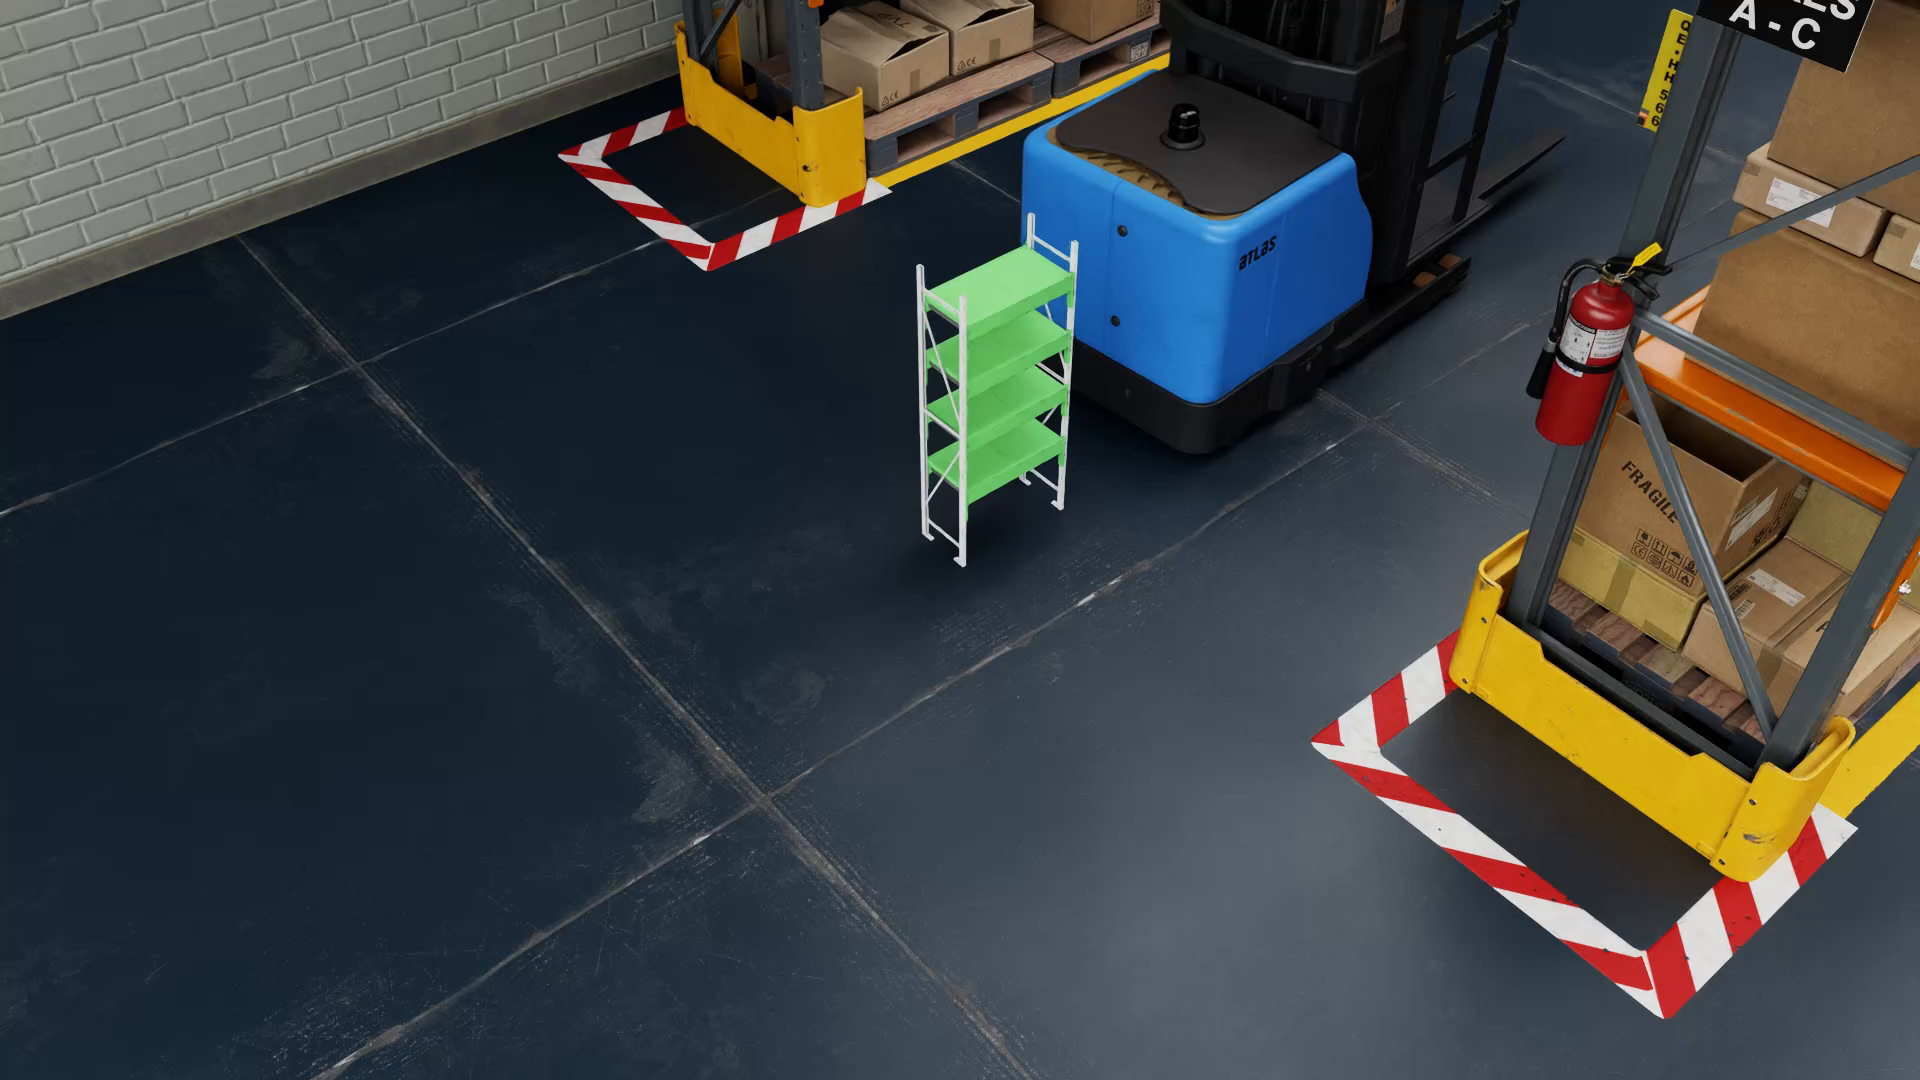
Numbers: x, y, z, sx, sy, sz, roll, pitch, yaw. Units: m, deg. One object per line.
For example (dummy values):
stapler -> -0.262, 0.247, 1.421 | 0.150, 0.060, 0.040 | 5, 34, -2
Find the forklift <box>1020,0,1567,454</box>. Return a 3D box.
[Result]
forklift -> 1.624, -2.307, 6.565 | 1.130, 2.935, 3.031 | 34, 53, 31

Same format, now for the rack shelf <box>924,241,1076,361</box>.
rack shelf -> 0.127, -0.813, 5.632 | 0.480, 0.148, 0.258 | -30, 51, -28

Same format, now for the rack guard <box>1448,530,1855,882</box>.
rack guard -> 2.171, 0.509, 5.343 | 0.348, 0.500, 1.175 | -30, 51, -28

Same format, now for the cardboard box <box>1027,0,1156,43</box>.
cardboard box -> 0.629, -3.064, 8.826 | 0.500, 0.500, 0.700 | -33, 52, -30

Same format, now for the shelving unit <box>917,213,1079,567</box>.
shelving unit -> 0.127, -0.510, 5.917 | 0.503, 1.200, 0.258 | -30, 51, -28

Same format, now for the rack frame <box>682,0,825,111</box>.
rack frame -> -0.992, -3.012, 7.266 | 0.127, 3.000, 1.000 | -30, 51, -28

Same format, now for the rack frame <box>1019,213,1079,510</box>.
rack frame -> 0.314, -0.617, 6.031 | 0.015, 1.200, 0.240 | -30, 51, -28

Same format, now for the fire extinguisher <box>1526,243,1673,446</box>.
fire extinguisher -> 1.800, -0.576, 4.729 | 0.183, 0.674, 0.296 | -30, 51, -28

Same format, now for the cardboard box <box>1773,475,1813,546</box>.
cardboard box -> 2.787, -0.180, 5.952 | 0.500, 0.250, 0.500 | -30, 51, -28

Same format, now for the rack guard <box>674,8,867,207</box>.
rack guard -> -0.934, -2.134, 8.158 | 0.348, 0.500, 1.175 | -30, 51, -28

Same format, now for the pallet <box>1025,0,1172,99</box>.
pallet -> 0.647, -2.900, 9.184 | 1.213, 0.211, 1.003 | -30, 51, -28

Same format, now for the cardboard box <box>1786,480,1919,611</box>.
cardboard box -> 3.126, -0.176, 5.400 | 0.500, 0.500, 0.500 | -30, 51, -28

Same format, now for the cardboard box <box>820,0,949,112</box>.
cardboard box -> -0.404, -2.449, 8.309 | 0.500, 0.311, 0.500 | 33, 52, 30

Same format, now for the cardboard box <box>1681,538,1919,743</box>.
cardboard box -> 2.743, 0.318, 5.422 | 0.500, 0.250, 0.500 | -30, 51, -28

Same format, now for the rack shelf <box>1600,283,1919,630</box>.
rack shelf -> 3.723, -1.029, 5.680 | 4.000, 0.370, 1.077 | -30, 51, -28

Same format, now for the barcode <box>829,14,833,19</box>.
barcode -> -0.646, -2.671, 8.538 | 0.075, 0.075, 0.001 | -30, 51, -28

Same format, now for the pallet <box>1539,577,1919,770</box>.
pallet -> 2.749, 0.246, 5.834 | 1.213, 0.211, 1.003 | -30, 51, -28

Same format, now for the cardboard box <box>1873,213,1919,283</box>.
cardboard box -> 2.628, -0.745, 4.305 | 0.250, 0.149, 0.380 | -30, 51, -28

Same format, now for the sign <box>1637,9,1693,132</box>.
sign -> 1.852, -1.212, 4.331 | 0.005, 0.325, 0.100 | -30, 51, -28

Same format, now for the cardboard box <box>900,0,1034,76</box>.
cardboard box -> 0.034, -2.700, 8.576 | 0.500, 0.311, 0.500 | -26, 49, -25

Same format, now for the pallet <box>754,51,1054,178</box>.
pallet -> -0.288, -2.367, 8.617 | 1.213, 0.211, 1.003 | -30, 51, -28

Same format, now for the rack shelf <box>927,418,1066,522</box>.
rack shelf -> 0.127, -0.289, 6.125 | 0.480, 0.148, 0.258 | -30, 51, -28

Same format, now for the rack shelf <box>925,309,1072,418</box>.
rack shelf -> 0.127, -0.638, 5.796 | 0.480, 0.148, 0.258 | -30, 51, -28

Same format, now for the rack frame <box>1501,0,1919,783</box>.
rack frame -> 2.189, -0.413, 4.498 | 0.127, 3.000, 1.000 | -30, 51, -28

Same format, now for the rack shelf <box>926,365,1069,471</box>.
rack shelf -> 0.127, -0.463, 5.960 | 0.480, 0.148, 0.258 | -30, 51, -28

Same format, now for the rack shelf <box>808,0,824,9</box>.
rack shelf -> 0.542, -3.629, 8.448 | 4.000, 0.370, 1.077 | -30, 51, -28

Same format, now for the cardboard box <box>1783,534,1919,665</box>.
cardboard box -> 3.124, 0.096, 5.658 | 0.500, 0.250, 0.500 | -30, 51, -28

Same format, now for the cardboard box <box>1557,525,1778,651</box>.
cardboard box -> 2.411, 0.046, 5.712 | 0.500, 0.250, 0.500 | -30, 51, -28

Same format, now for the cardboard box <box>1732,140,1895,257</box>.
cardboard box -> 2.360, -0.953, 4.527 | 0.250, 0.149, 0.380 | -31, 51, -28

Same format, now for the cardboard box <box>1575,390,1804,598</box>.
cardboard box -> 2.410, -0.229, 5.456 | 0.500, 0.500, 0.500 | -30, 51, -28

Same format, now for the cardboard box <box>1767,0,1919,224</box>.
cardboard box -> 2.596, -1.144, 4.256 | 0.500, 0.500, 0.700 | -30, 51, -28

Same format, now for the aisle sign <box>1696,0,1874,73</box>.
aisle sign -> 1.950, -1.486, 3.742 | 0.004, 0.787, 0.394 | -30, 51, -28

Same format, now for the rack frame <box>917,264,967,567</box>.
rack frame -> -0.060, -0.403, 5.803 | 0.015, 1.200, 0.240 | -30, 51, -28

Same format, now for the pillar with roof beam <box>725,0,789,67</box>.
pillar with roof beam -> 1.752, -3.700, 3.617 | 0.400, 9.000, 9.100 | -30, 51, -28

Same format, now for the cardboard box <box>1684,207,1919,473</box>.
cardboard box -> 2.555, -0.647, 4.675 | 0.500, 0.500, 0.700 | -30, 51, -28
